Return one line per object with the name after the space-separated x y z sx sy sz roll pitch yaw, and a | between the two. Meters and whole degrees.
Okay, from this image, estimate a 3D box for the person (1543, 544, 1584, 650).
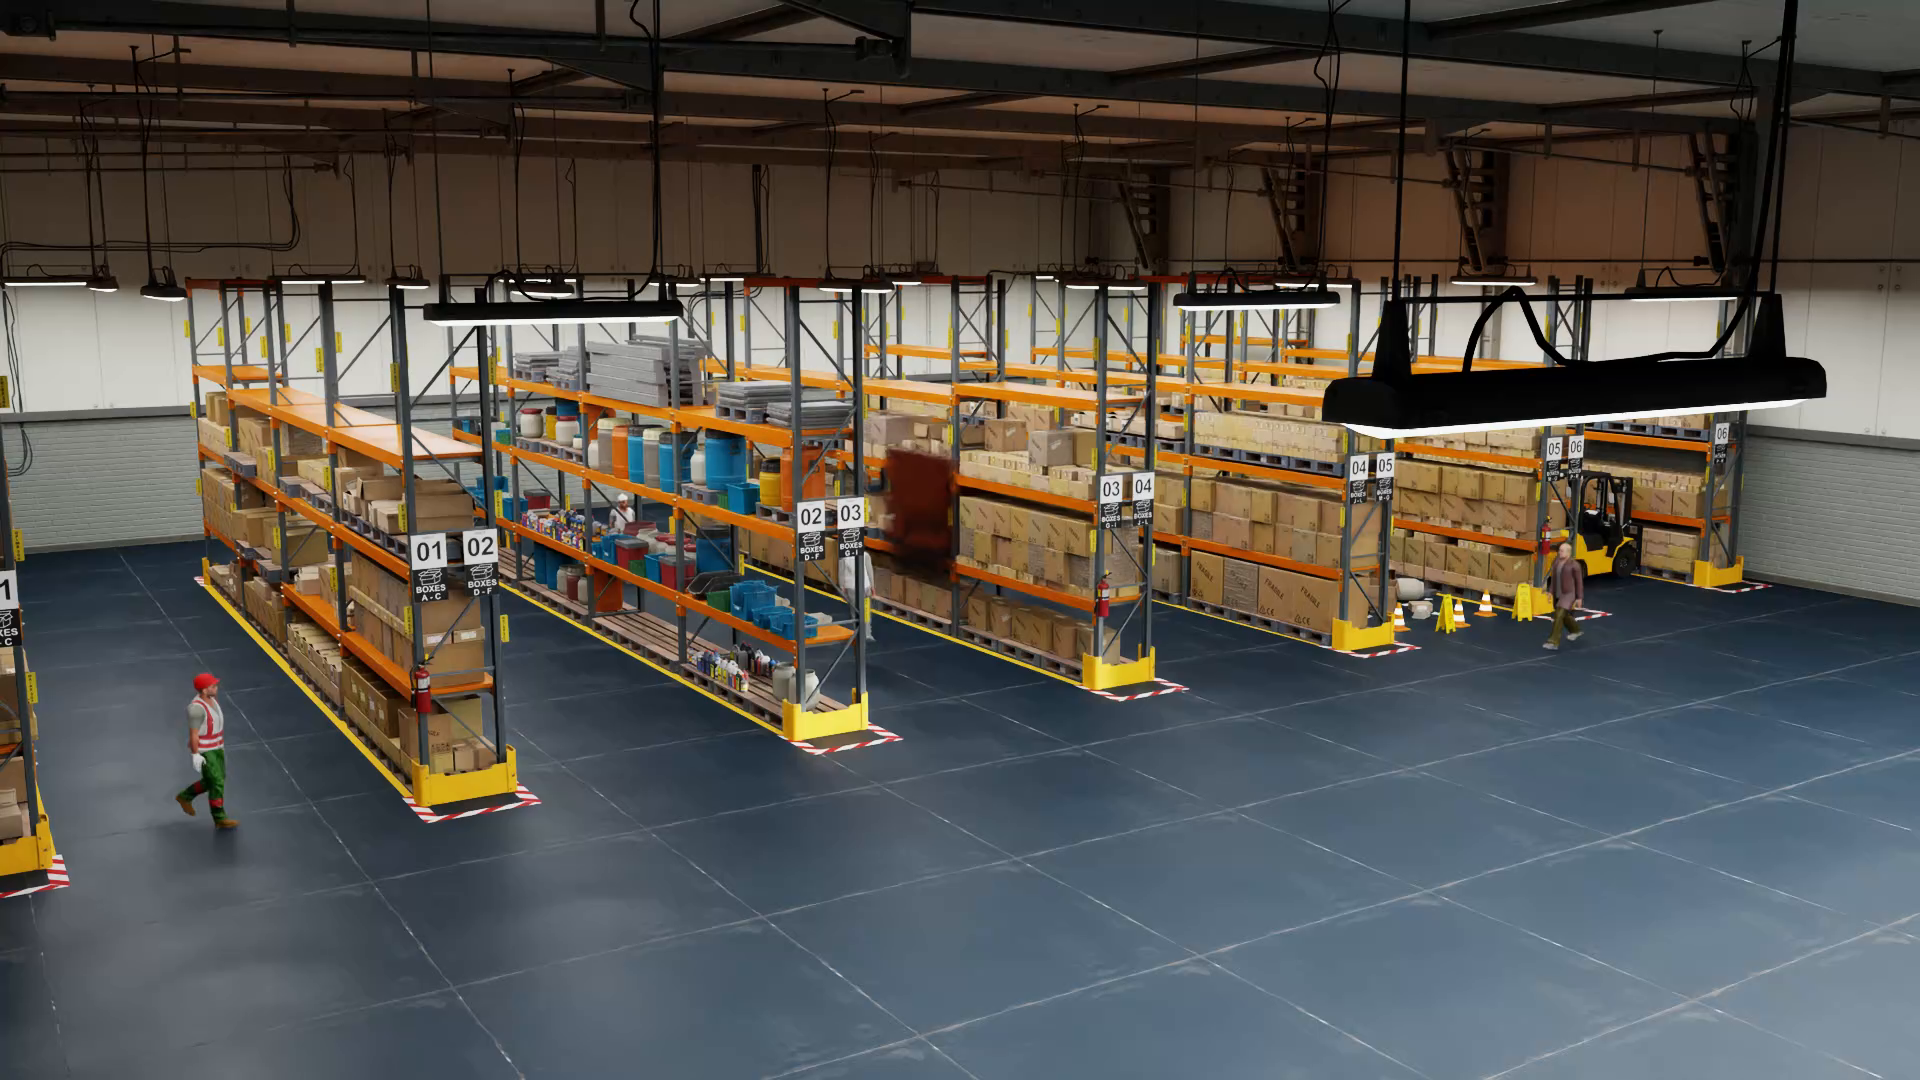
9.963 0.910 27.341 1.144 1.732 0.582 -6 11 -30 | person

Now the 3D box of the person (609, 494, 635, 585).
-6.637 -0.046 32.884 0.646 1.724 1.034 -6 11 -31 | person

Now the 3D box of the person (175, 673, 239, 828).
-8.512 2.349 18.667 0.820 1.770 0.557 1 10 8 | person

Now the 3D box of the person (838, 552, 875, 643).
-1.646 0.770 26.314 0.560 1.776 0.505 -4 10 -21 | person
